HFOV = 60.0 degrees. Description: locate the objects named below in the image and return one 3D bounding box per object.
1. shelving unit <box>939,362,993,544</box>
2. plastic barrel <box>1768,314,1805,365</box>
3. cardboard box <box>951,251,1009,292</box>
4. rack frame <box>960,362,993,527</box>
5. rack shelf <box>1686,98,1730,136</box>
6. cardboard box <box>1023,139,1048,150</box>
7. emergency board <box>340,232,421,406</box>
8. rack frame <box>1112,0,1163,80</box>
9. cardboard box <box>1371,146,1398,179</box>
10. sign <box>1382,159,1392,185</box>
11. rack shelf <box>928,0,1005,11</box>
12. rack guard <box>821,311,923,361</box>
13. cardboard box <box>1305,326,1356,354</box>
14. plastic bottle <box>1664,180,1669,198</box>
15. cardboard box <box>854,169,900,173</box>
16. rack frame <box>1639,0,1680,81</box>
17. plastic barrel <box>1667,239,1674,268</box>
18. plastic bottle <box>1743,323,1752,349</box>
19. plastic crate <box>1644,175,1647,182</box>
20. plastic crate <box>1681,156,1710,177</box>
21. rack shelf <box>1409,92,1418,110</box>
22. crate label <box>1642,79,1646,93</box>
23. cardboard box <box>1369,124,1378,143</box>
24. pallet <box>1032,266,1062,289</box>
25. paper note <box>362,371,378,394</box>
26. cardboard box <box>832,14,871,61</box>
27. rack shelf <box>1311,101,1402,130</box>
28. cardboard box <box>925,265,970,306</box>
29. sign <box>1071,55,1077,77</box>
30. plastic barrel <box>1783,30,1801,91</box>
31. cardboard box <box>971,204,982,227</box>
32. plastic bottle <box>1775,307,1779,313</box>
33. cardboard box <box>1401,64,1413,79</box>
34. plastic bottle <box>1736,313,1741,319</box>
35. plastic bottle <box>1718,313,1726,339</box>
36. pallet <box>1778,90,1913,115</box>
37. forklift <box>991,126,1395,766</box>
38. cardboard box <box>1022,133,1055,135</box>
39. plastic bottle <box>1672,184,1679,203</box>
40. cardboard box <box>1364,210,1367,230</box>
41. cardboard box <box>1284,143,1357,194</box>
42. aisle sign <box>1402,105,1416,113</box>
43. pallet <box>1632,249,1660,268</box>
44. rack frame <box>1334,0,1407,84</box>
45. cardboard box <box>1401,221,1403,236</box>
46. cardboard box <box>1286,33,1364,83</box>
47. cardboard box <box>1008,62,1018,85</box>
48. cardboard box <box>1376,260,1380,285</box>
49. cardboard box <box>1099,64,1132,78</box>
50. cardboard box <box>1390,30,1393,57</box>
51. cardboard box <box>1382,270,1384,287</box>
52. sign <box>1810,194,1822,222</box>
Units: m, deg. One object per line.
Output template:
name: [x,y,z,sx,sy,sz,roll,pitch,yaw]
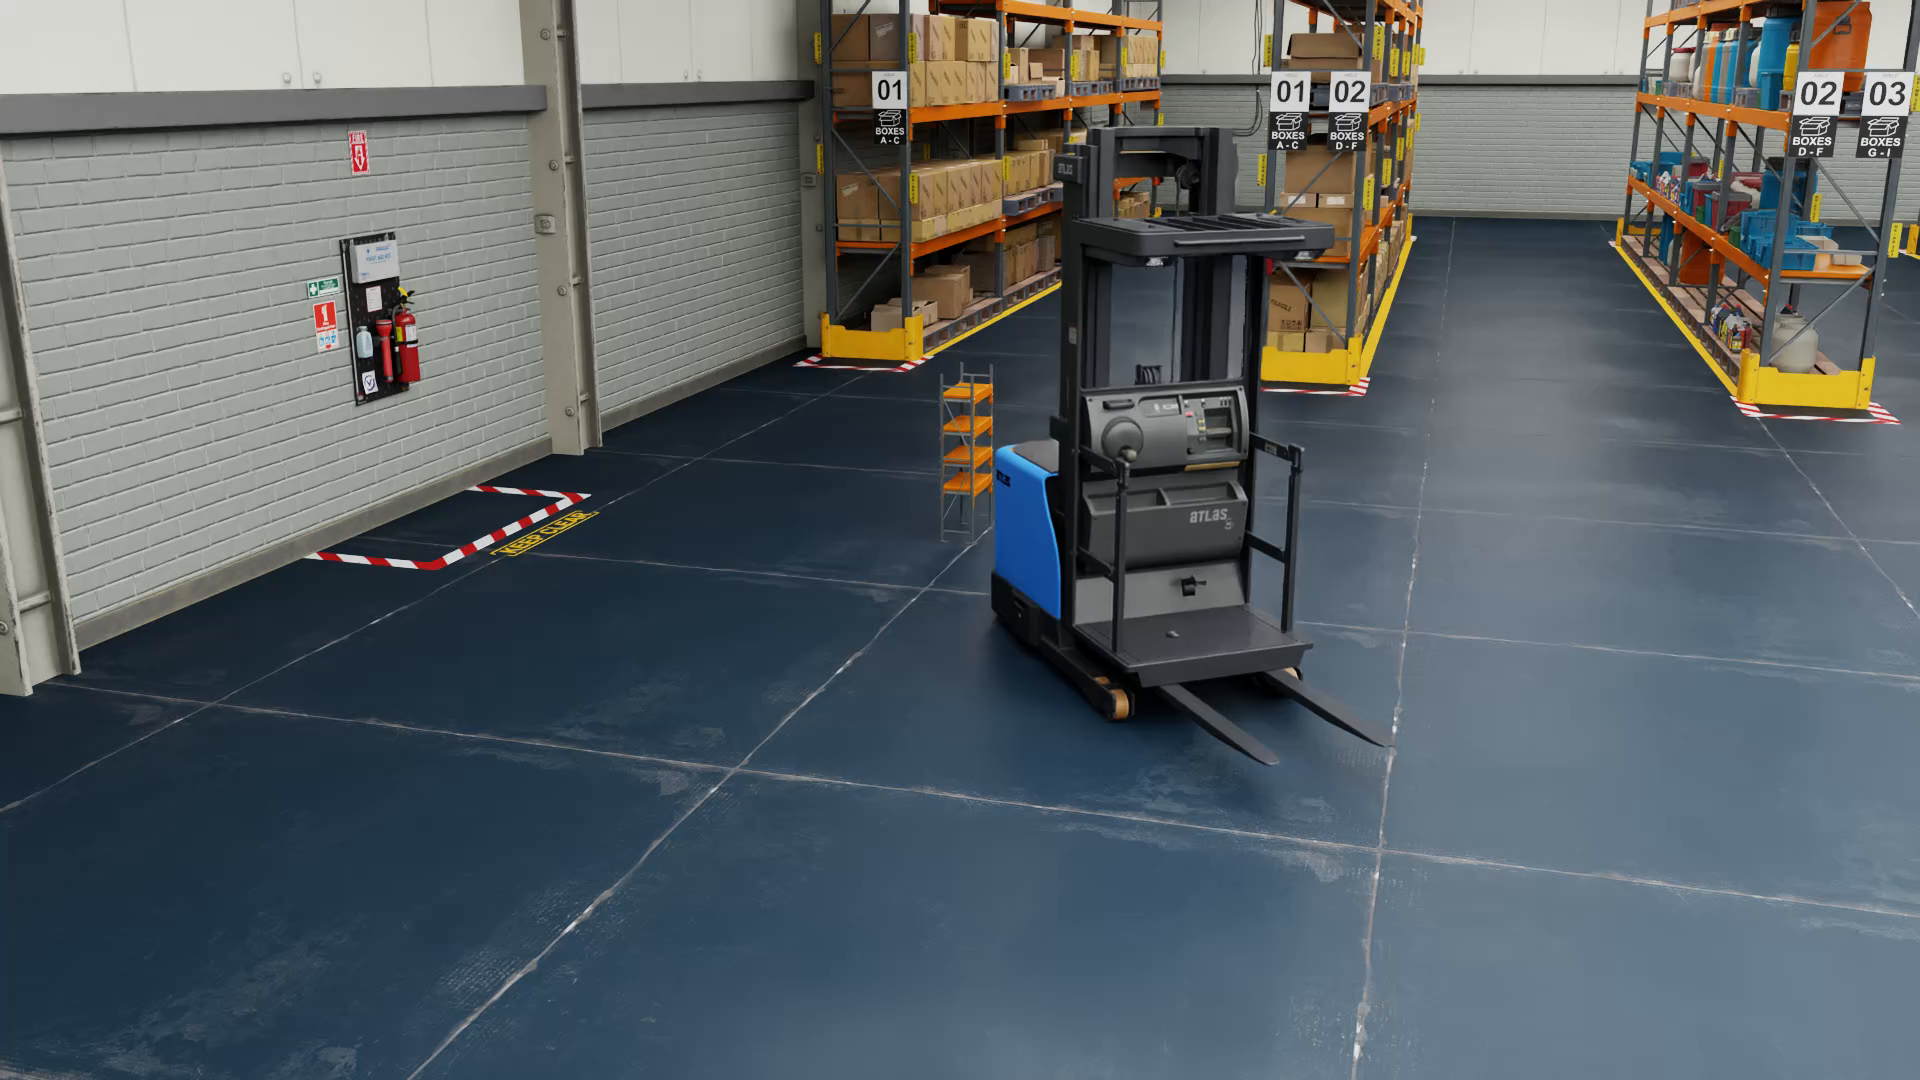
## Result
shelving unit: [0.047,-0.621,11.818,0.258,1.200,0.503,5,16,16]
plastic barrel: [8.711,-2.106,17.549,0.421,0.512,0.421,0,16,0]
cardboard box: [0.286,-3.810,23.539,0.700,0.500,0.500,5,17,18]
rack frame: [0.116,-0.684,12.043,0.240,1.200,0.015,5,16,16]
rack shelf: [10.160,-5.459,21.399,1.077,0.370,4.000,5,16,16]
cardboard box: [1.160,-6.133,25.775,0.380,0.149,0.250,2,16,9]
emergency board: [-4.118,-1.597,11.964,0.194,1.169,0.643,5,16,16]
rack frame: [3.503,-10.632,32.824,1.000,3.000,0.127,5,16,16]
cardboard box: [6.674,-6.100,26.885,0.700,0.500,0.500,1,16,2]
sign: [5.376,-4.636,20.944,0.100,0.325,0.005,5,16,16]
rack shelf: [-0.476,-6.622,20.009,1.077,0.370,4.000,5,16,16]
rack guard: [-1.022,-2.378,19.296,1.175,0.500,0.348,5,16,16]
cardboard box: [4.072,-2.179,18.285,0.500,0.250,0.500,5,16,16]
plastic bottle: [10.980,-5.447,25.772,0.097,0.271,0.097,0,16,0]
cardboard box: [-0.961,-4.129,19.755,0.500,0.500,0.500,5,17,17]
rack frame: [13.002,-9.864,30.116,1.000,3.000,0.127,5,16,16]
plastic barrel: [11.247,-4.470,25.880,0.421,0.512,0.421,0,16,0]
plastic bottle: [8.756,-2.267,18.497,0.061,0.283,0.133,5,16,16]
plastic crate: [11.925,-6.142,28.380,0.437,0.125,0.590,5,16,16]
plastic crate: [12.359,-6.205,27.983,0.402,0.464,0.583,5,16,16]
rack shelf: [7.685,-7.937,30.136,1.077,0.370,4.000,5,16,16]
crate label: [12.430,-8.133,29.783,0.408,0.251,0.502,5,16,16]
cardboard box: [7.012,-6.998,28.989,0.500,0.500,0.500,5,17,16]
pallet: [1.006,-4.107,25.924,1.003,0.211,1.213,5,16,16]
paper note: [-4.235,-1.132,11.939,0.016,0.148,0.142,5,16,16]
cardboard box: [-1.172,-5.675,18.792,0.500,0.500,0.500,5,17,18]
rack shelf: [5.412,-5.844,22.757,1.077,0.370,4.000,5,16,16]
cardboard box: [-0.164,-3.341,21.887,0.500,0.500,0.500,3,16,12]
sign: [1.749,-7.302,25.634,0.100,0.325,0.005,5,16,16]
plastic barrel: [8.657,-4.836,16.770,0.600,0.588,0.600,0,16,0]
cardboard box: [-0.029,-4.134,21.147,0.500,0.250,0.500,5,16,16]
plastic bottle: [9.546,-2.596,19.534,0.144,0.351,0.185,5,16,16]
cardboard box: [7.493,-8.036,28.526,0.500,0.250,0.500,5,16,16]
plastic bottle: [9.039,-2.511,19.380,0.097,0.271,0.097,0,16,0]
plastic bottle: [8.824,-2.475,19.230,0.061,0.283,0.133,5,17,18]
pallet: [8.784,-4.353,16.529,1.003,0.211,1.213,5,16,16]
forklift: [1.176,-0.606,8.595,1.130,2.935,3.031,-6,17,-19]
cardboard box: [1.260,-6.489,27.070,0.500,0.250,0.500,4,16,14]
plastic bottle: [10.661,-5.153,24.736,0.097,0.271,0.097,0,16,0]
cardboard box: [4.723,-4.155,20.799,0.700,0.500,0.500,4,16,14]
cardboard box: [3.867,-3.984,17.819,0.700,0.500,0.500,5,16,16]
aisle sign: [8.567,-8.608,31.916,0.394,0.787,0.004,5,16,16]
pallet: [12.037,-4.785,28.314,1.003,0.211,1.213,5,16,16]
rack frame: [5.980,-8.156,24.094,1.000,3.000,0.127,5,16,16]
cardboard box: [8.036,-5.844,31.170,0.500,0.250,0.500,5,16,16]
cardboard box: [3.874,-5.089,17.563,0.797,0.503,0.637,6,17,20]
cardboard box: [0.500,-6.507,23.170,0.500,0.311,0.500,5,17,18]
cardboard box: [5.347,-3.592,22.238,0.500,0.311,0.500,4,16,15]
cardboard box: [2.815,-8.481,30.059,0.500,0.250,0.500,5,16,16]
cardboard box: [6.400,-7.623,25.695,0.500,0.500,0.500,5,16,16]
cardboard box: [5.776,-3.726,23.739,0.500,0.250,0.500,5,17,17]
sign: [10.116,-3.926,19.667,0.100,0.325,0.005,5,16,16]
